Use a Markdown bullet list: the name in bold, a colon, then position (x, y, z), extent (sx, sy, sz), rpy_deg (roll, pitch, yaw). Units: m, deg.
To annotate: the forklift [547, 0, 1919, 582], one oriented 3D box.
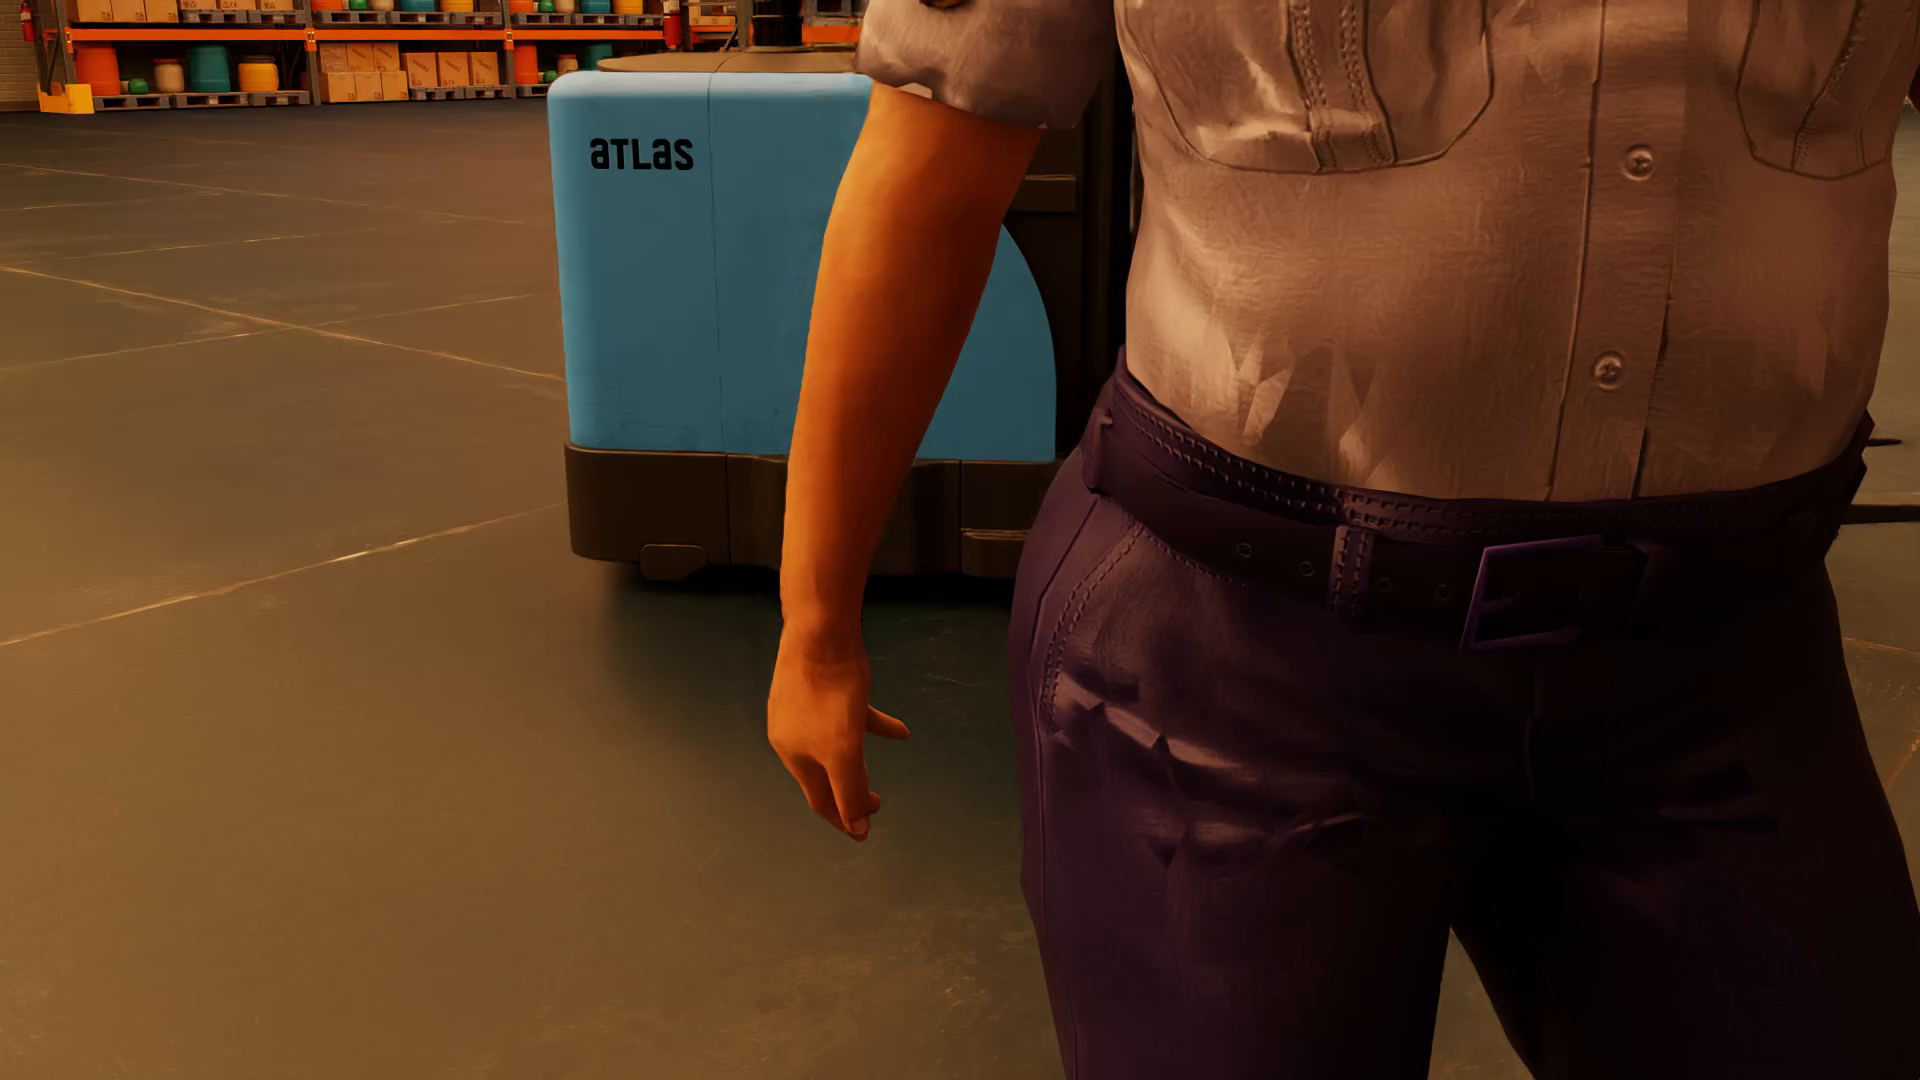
- **forklift**: position (0.703, -1.394, 3.489), extent (3.031, 2.935, 1.130), rpy_deg (2, 17, 6)
